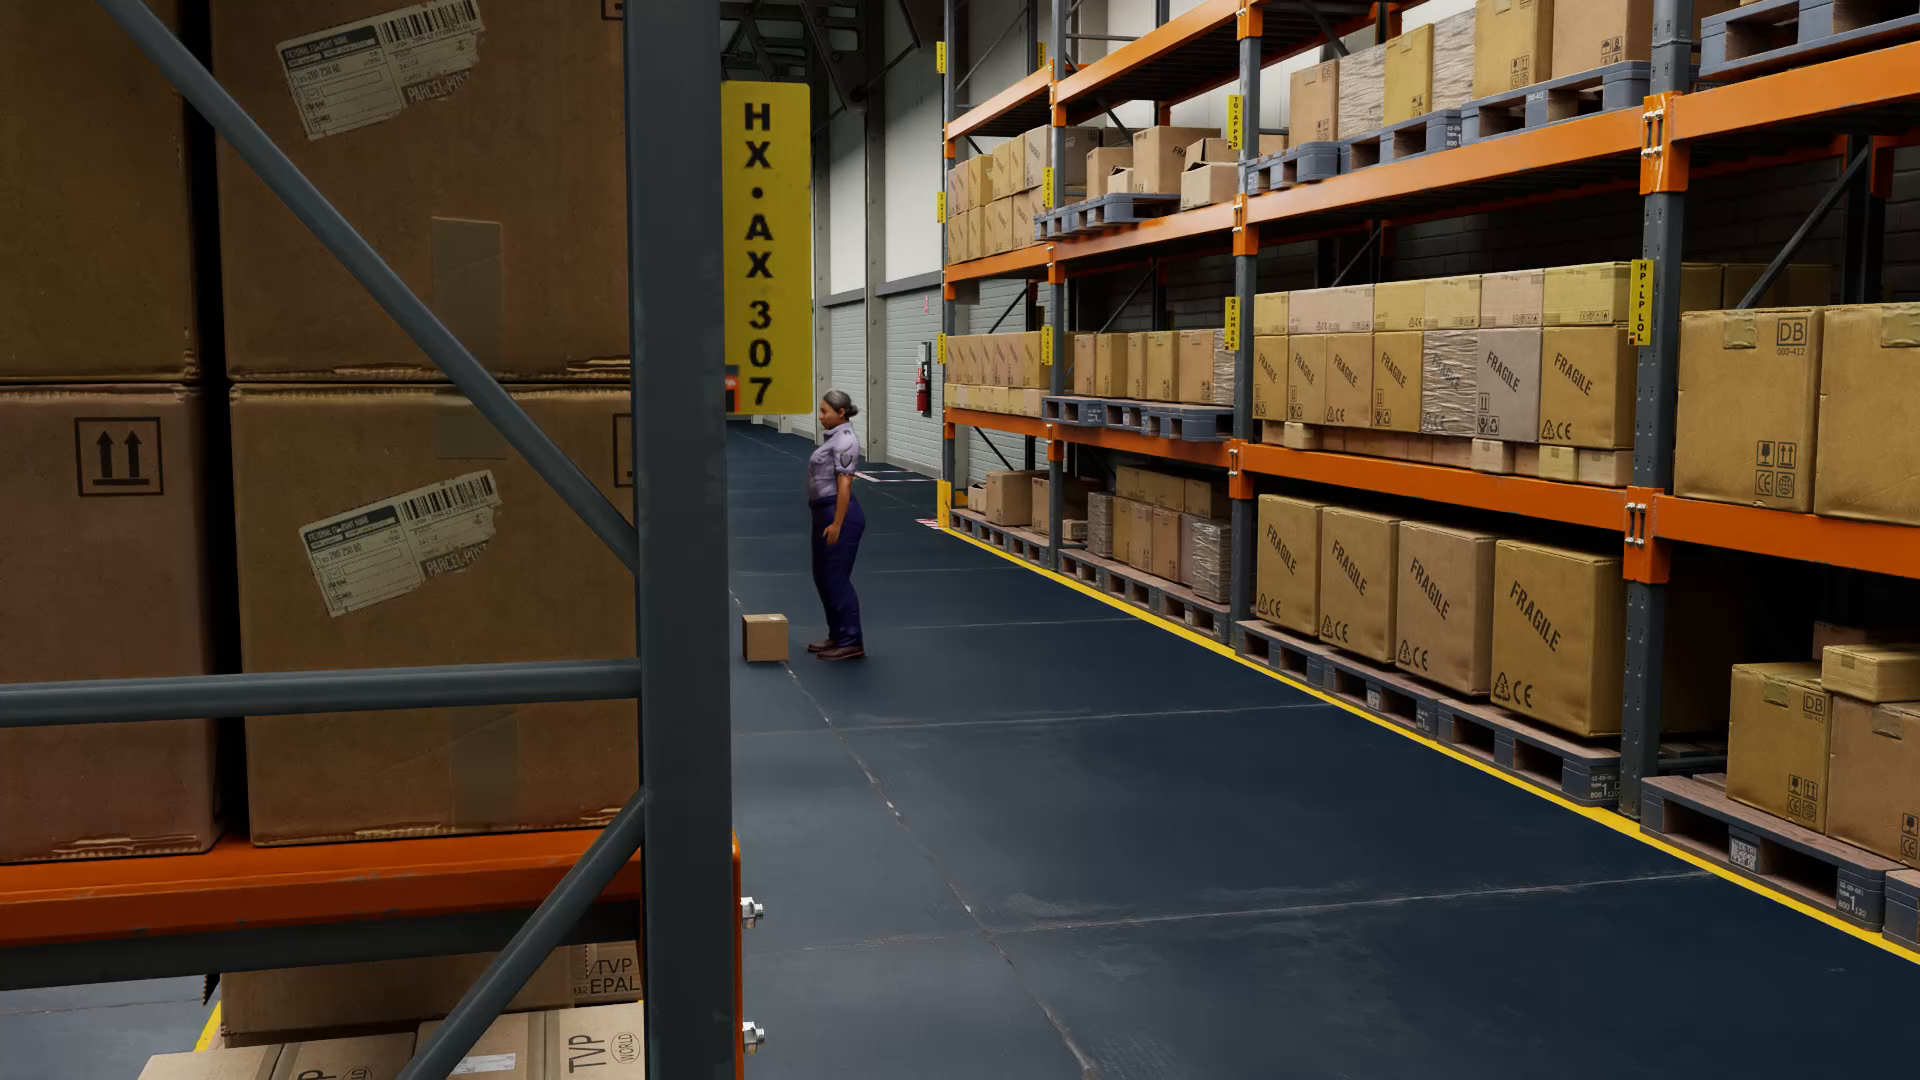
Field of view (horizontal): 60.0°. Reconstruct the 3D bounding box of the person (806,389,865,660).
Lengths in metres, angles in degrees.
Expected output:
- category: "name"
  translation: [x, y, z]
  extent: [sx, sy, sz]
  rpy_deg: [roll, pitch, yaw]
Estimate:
- category: "person"
  translation: [-0.762, -0.099, 10.211]
  extent: [0.342, 1.646, 0.470]
  rpy_deg: [-1, 6, -13]
